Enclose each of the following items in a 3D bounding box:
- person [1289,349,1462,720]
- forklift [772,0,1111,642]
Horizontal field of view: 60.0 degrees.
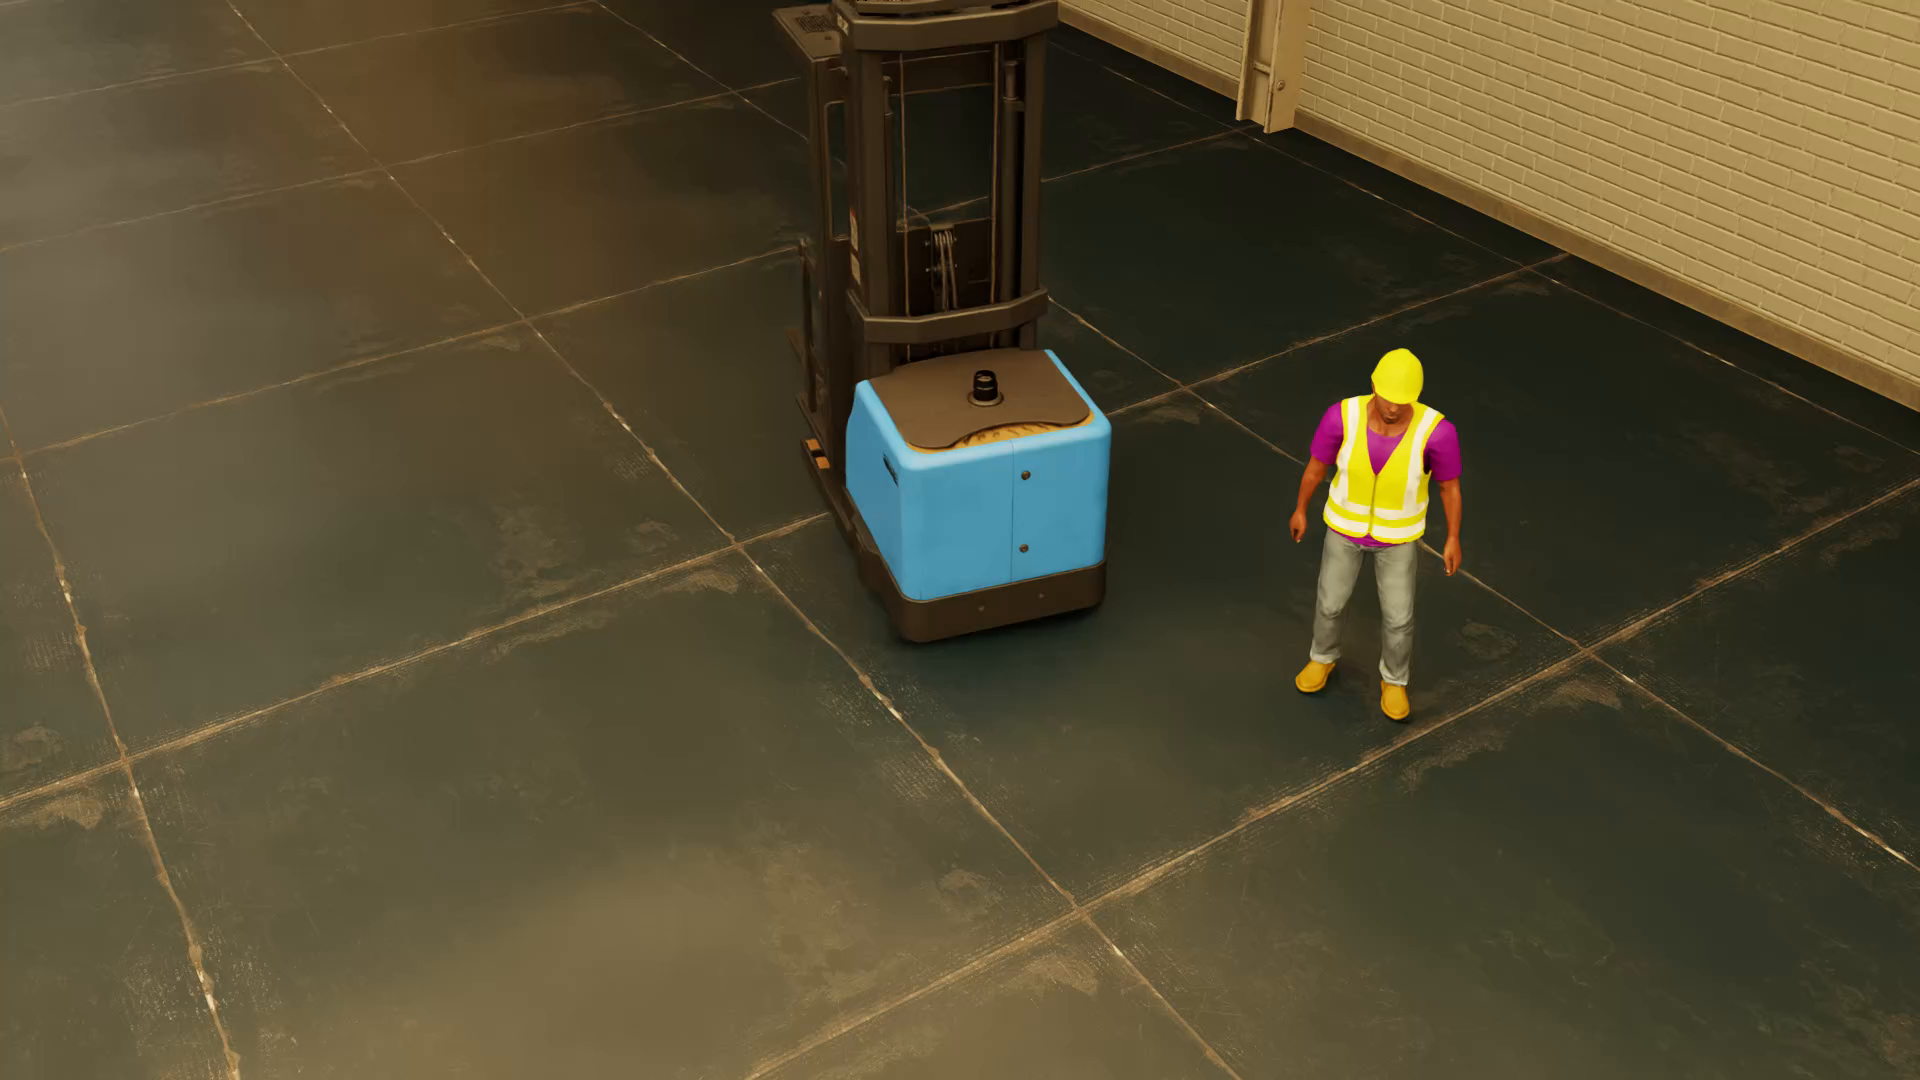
[{"bbox_3d":[1.803,-0.037,7.225,0.756,1.757,0.393,11,37,15],"label":"person"},{"bbox_3d":[-0.250,-1.559,8.367,1.130,2.935,3.031,-11,37,-16],"label":"forklift"}]
